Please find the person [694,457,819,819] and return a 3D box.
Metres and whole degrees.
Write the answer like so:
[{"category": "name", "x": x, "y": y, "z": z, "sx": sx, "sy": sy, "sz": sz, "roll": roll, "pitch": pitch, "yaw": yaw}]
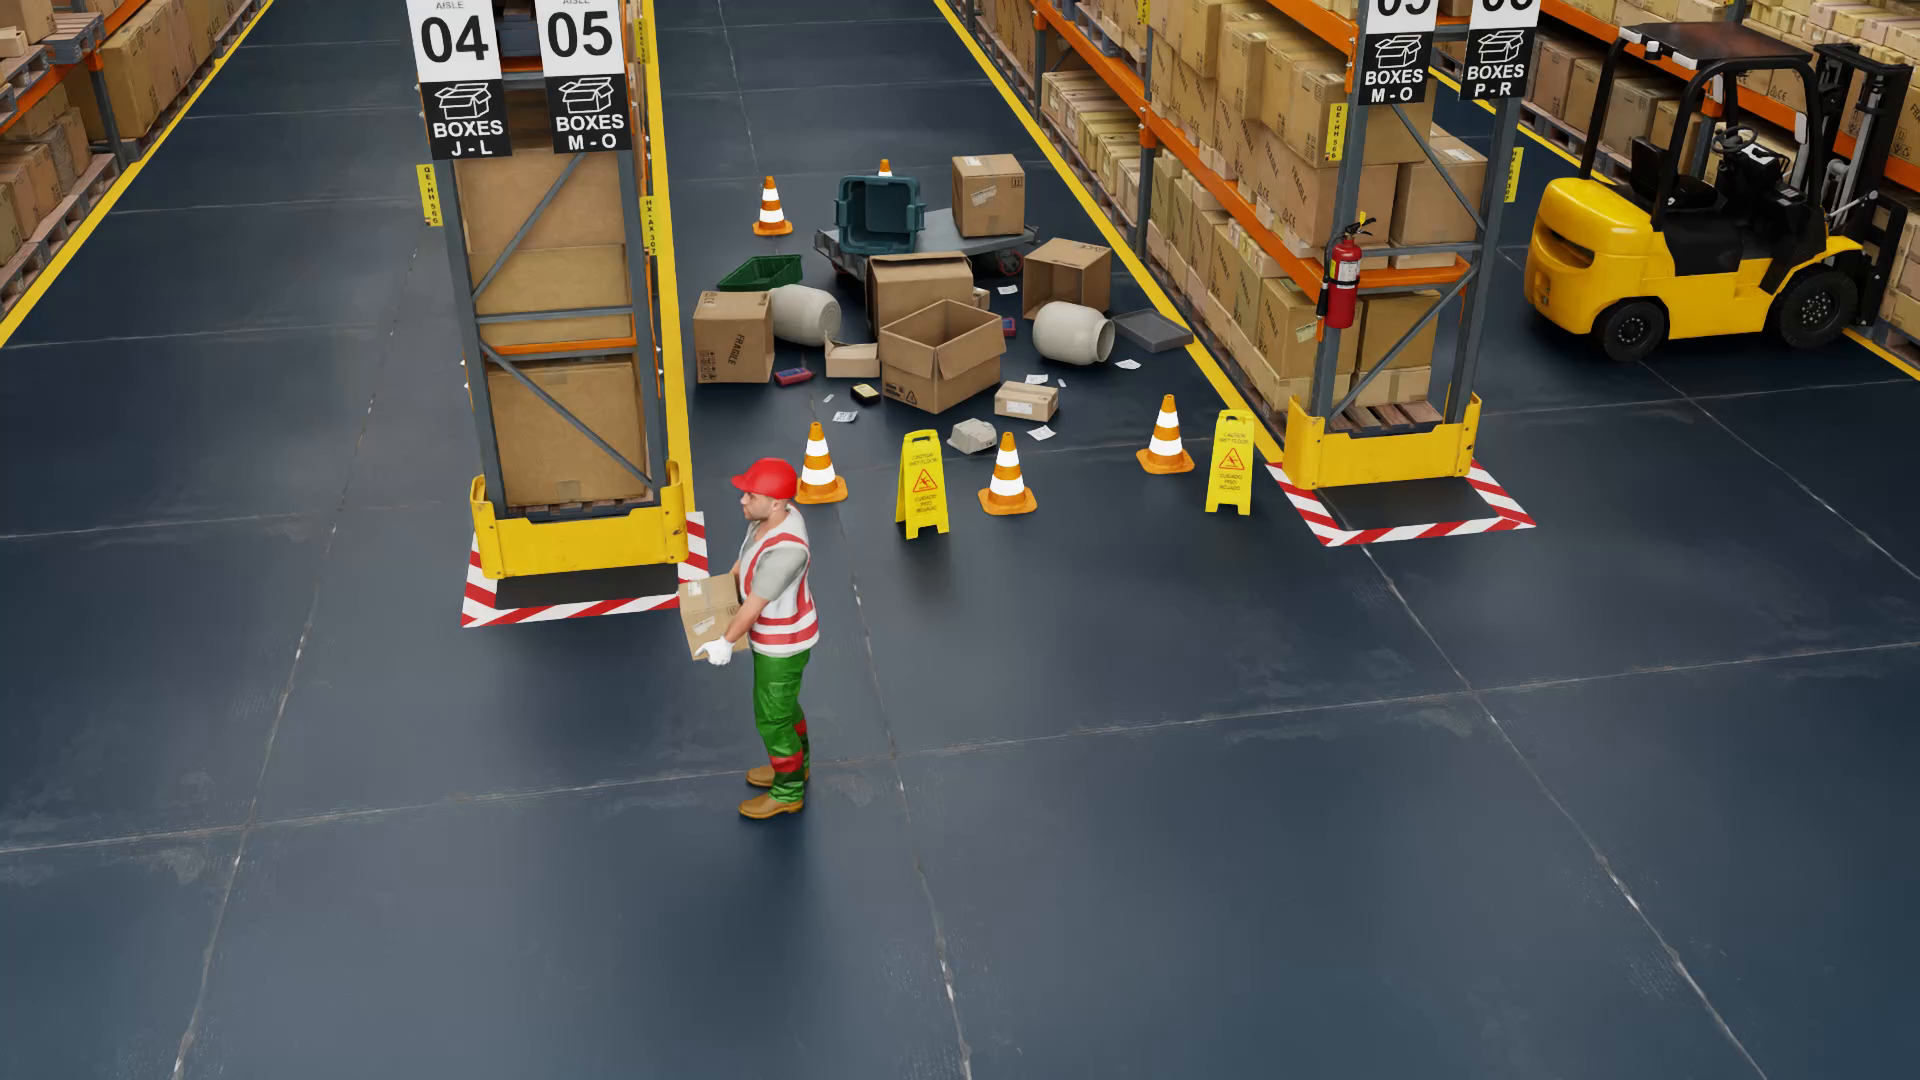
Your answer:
[{"category": "person", "x": -0.901, "y": 0.443, "z": 7.361, "sx": 0.553, "sy": 1.787, "sz": 0.495, "roll": -6, "pitch": 31, "yaw": -9}]
